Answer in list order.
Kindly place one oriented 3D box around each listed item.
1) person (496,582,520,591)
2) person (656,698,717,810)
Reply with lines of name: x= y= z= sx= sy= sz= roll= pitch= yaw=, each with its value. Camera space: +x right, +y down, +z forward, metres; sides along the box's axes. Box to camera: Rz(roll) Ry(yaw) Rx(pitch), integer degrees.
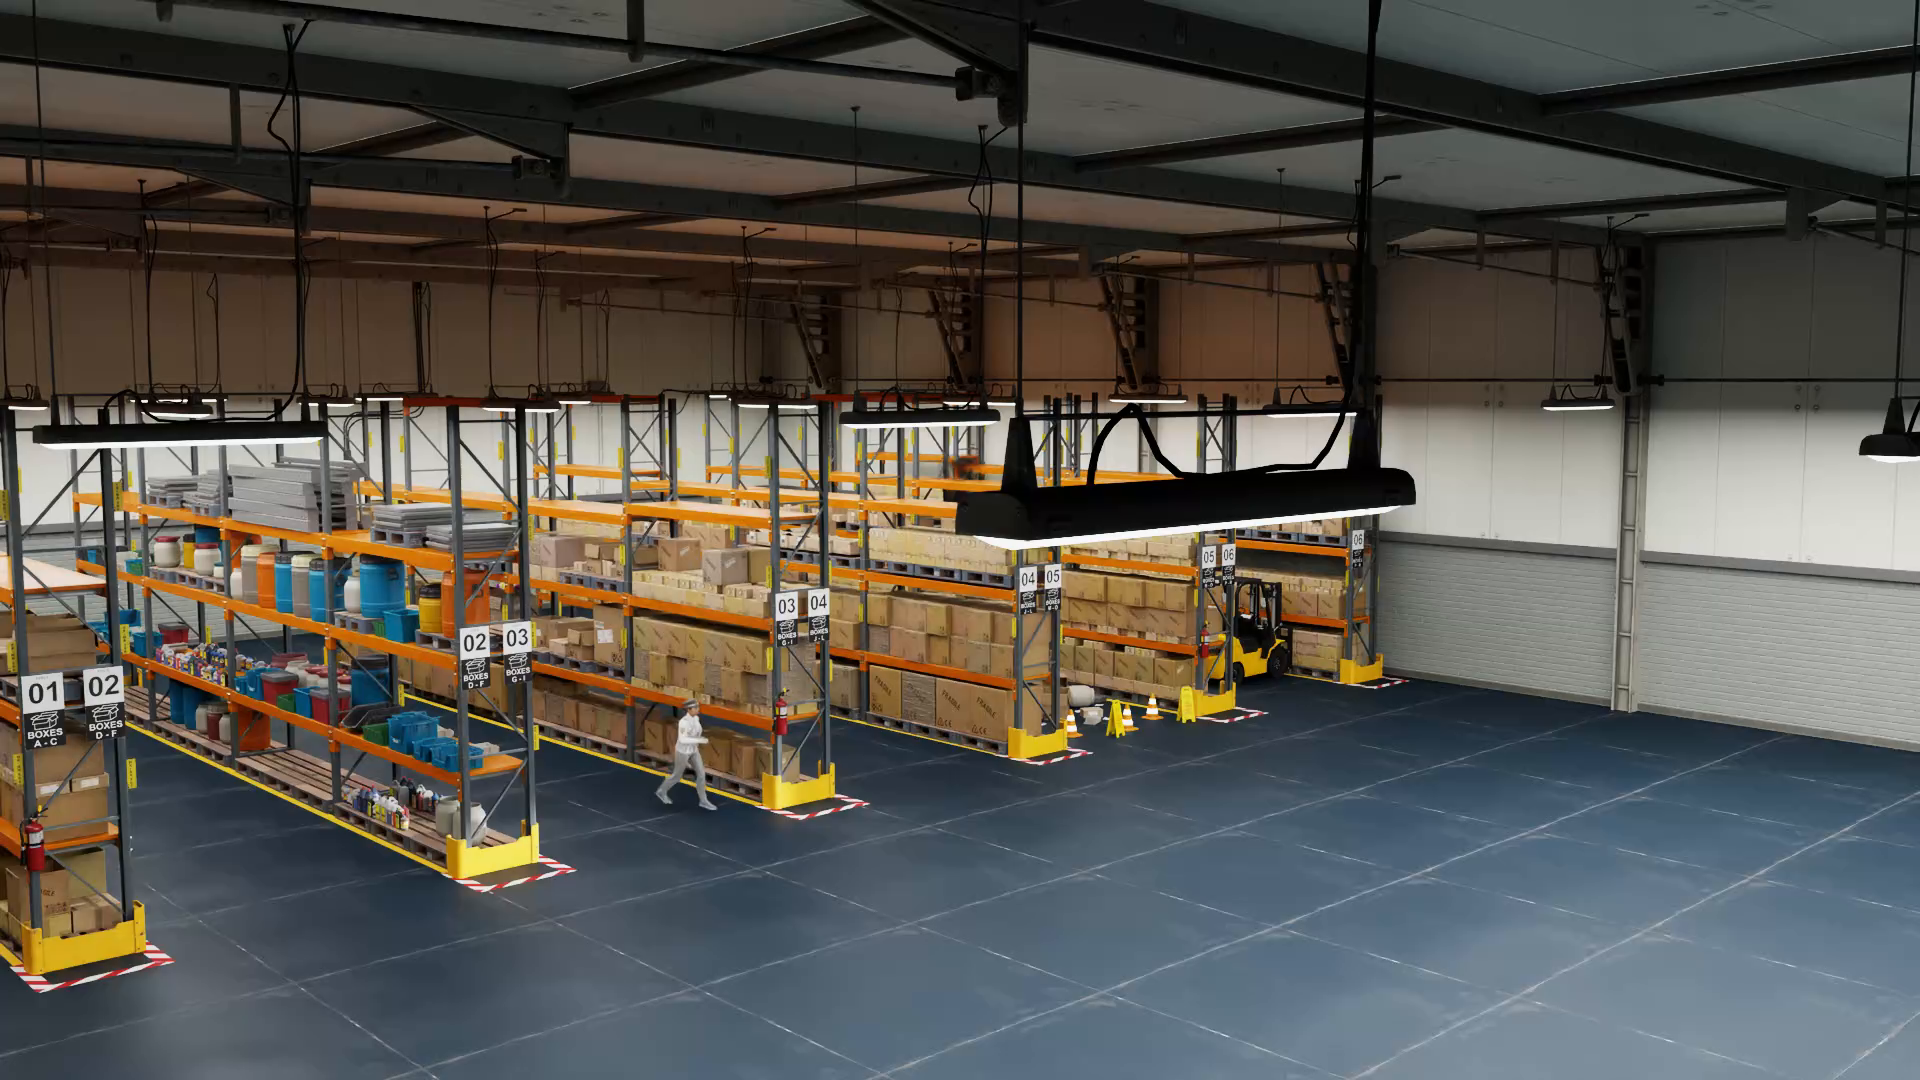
person: x=-10.836 y=1.603 z=40.076 sx=0.686 sy=1.761 sz=0.884 roll=2 pitch=6 yaw=18
person: x=-4.048 y=3.126 z=24.422 sx=0.964 sy=1.664 sz=0.550 roll=3 pitch=6 yaw=27
